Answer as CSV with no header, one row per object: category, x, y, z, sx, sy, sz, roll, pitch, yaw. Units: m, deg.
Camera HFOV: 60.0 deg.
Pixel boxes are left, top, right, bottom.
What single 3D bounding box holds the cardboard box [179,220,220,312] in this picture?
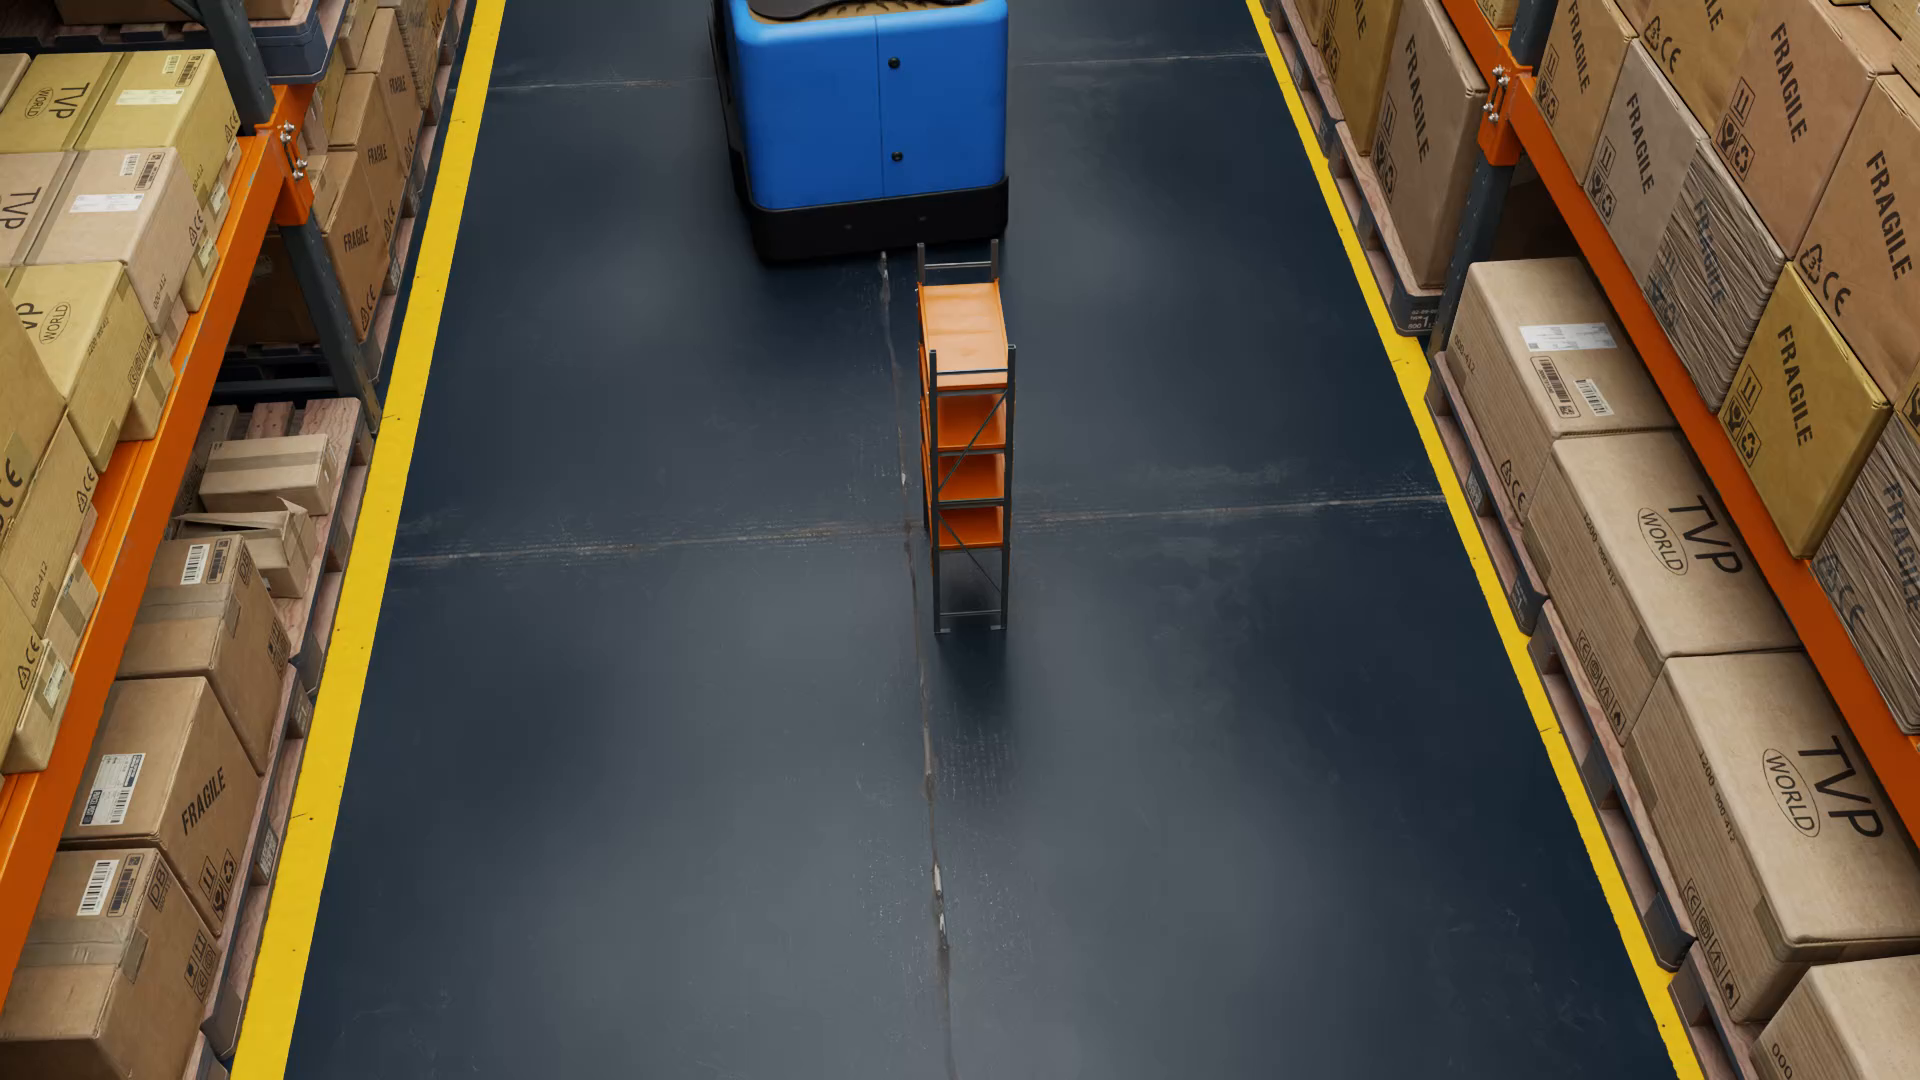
cardboard box,-2.277,-0.753,4.570,0.380,0.149,0.250,-2,47,-2

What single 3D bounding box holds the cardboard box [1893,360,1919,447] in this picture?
cardboard box,2.248,-0.285,3.197,0.500,0.500,0.500,-4,47,-4

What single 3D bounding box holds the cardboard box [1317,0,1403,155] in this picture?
cardboard box,2.086,-2.243,6.982,0.875,0.875,0.875,-2,47,-2

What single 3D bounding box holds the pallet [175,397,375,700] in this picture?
pallet,-2.588,0.028,5.578,1.003,0.211,1.213,-3,47,-3

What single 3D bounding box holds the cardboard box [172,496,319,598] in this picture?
cardboard box,-2.275,0.011,5.267,0.396,0.266,0.258,-2,47,-2

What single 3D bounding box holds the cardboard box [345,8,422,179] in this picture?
cardboard box,-2.553,-1.822,6.842,0.500,0.500,0.500,-5,47,-4

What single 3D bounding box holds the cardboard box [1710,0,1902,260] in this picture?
cardboard box,2.168,-1.014,3.887,0.500,0.500,0.500,-3,47,-3

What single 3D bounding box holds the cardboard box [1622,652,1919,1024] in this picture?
cardboard box,2.396,0.765,4.435,0.875,0.438,0.875,-2,47,-2

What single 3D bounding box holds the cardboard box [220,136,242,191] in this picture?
cardboard box,-2.366,-1.126,4.924,0.380,0.149,0.250,-3,47,-3

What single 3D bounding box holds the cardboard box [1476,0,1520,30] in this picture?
cardboard box,2.013,-1.990,5.672,0.500,0.250,0.500,-4,47,-4

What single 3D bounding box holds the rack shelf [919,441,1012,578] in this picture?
rack shelf,0.014,-0.110,5.394,0.258,0.148,0.480,-3,47,-3

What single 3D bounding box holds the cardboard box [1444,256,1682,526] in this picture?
cardboard box,2.247,-0.535,5.666,0.875,0.438,0.875,-4,47,-4

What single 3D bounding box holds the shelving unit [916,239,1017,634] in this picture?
shelving unit,0.014,-0.293,5.201,0.258,1.200,0.503,-3,47,-3

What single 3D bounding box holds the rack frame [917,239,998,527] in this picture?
rack frame,-0.007,-0.469,5.368,0.240,1.200,0.015,-3,47,-3

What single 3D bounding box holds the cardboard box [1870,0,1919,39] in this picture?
cardboard box,2.226,-1.168,3.586,0.380,0.149,0.250,-4,47,-3

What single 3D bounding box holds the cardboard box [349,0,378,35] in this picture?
cardboard box,-2.581,-2.152,6.708,0.380,0.149,0.250,-2,47,-2

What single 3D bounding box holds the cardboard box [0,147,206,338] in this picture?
cardboard box,-2.302,-0.763,4.306,0.500,0.250,0.500,-3,47,-3

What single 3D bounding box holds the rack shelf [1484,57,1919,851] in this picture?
rack shelf,2.469,-0.038,4.215,1.077,0.370,4.000,-3,47,-3

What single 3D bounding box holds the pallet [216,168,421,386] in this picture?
pallet,-2.750,-1.055,6.604,1.003,0.211,1.213,-3,47,-3

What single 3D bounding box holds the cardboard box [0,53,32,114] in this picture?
cardboard box,-2.872,-1.104,4.628,0.500,0.250,0.500,-4,47,-4

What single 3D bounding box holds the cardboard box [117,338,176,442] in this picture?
cardboard box,-2.232,-0.378,4.215,0.380,0.149,0.250,-4,47,-4

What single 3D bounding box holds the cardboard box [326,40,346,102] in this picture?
cardboard box,-2.579,-1.790,6.365,0.380,0.149,0.250,-4,47,-4

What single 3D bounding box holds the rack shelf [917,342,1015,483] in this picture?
rack shelf,0.014,-0.400,5.087,0.258,0.148,0.480,-3,47,-3

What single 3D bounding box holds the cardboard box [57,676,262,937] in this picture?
cardboard box,-2.244,0.724,4.431,0.500,0.500,0.500,-3,47,-3

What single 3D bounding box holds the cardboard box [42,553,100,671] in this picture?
cardboard box,-2.164,0.174,3.693,0.380,0.149,0.250,-3,47,-2

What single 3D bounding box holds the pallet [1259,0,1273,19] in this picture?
pallet,1.958,-3.093,8.533,1.003,0.211,1.213,-3,47,-3

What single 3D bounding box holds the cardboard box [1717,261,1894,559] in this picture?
cardboard box,2.196,-0.314,3.913,0.500,0.500,0.500,-2,47,-2

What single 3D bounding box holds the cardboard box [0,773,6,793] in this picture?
cardboard box,-2.176,0.550,3.336,0.380,0.149,0.250,-3,47,-3

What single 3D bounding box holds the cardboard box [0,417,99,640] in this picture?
cardboard box,-2.231,-0.029,3.610,0.500,0.250,0.500,-5,47,-4

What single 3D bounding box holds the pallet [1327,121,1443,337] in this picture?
pallet,2.162,-1.327,6.862,1.003,0.211,1.213,-3,47,-3

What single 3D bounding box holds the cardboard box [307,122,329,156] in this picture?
cardboard box,-2.510,-1.407,6.002,0.380,0.149,0.250,-5,47,-4

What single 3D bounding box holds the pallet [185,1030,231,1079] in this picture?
pallet,-2.384,1.793,3.906,1.003,0.211,1.213,-3,47,-3

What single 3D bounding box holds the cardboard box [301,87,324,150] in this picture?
cardboard box,-2.479,-1.499,5.884,0.380,0.149,0.250,-6,47,-5

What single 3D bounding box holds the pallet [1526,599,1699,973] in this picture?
pallet,2.392,0.666,4.974,1.003,0.211,1.213,-3,47,-3

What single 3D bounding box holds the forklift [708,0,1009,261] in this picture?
forklift,-0.585,-3.224,6.785,1.130,2.935,3.031,-8,47,-7

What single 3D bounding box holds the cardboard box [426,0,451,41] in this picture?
cardboard box,-2.652,-2.573,7.553,0.500,0.500,0.500,-2,47,-2

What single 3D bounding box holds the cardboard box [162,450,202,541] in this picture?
cardboard box,-2.825,-0.155,5.394,0.500,0.311,0.500,-2,47,-2

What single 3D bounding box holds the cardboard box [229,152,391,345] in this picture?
cardboard box,-2.461,-1.076,6.136,0.500,0.500,0.500,-2,47,-2

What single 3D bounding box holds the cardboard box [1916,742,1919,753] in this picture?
cardboard box,2.305,0.430,3.208,0.500,0.500,0.500,-4,47,-4

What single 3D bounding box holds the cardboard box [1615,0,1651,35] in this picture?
cardboard box,2.100,-1.751,4.585,0.500,0.500,0.500,-3,47,-3

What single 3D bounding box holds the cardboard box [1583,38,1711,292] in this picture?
cardboard box,2.118,-1.047,4.607,0.500,0.500,0.500,-3,47,-3

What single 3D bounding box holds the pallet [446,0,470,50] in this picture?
pallet,-2.955,-2.821,8.276,1.003,0.211,1.213,-3,47,-3

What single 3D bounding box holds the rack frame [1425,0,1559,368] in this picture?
rack frame,2.301,-1.732,5.325,1.000,3.000,0.127,-3,47,-3

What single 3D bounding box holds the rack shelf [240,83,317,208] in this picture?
rack shelf,-2.812,-2.628,6.668,1.077,0.370,4.000,-3,47,-3
